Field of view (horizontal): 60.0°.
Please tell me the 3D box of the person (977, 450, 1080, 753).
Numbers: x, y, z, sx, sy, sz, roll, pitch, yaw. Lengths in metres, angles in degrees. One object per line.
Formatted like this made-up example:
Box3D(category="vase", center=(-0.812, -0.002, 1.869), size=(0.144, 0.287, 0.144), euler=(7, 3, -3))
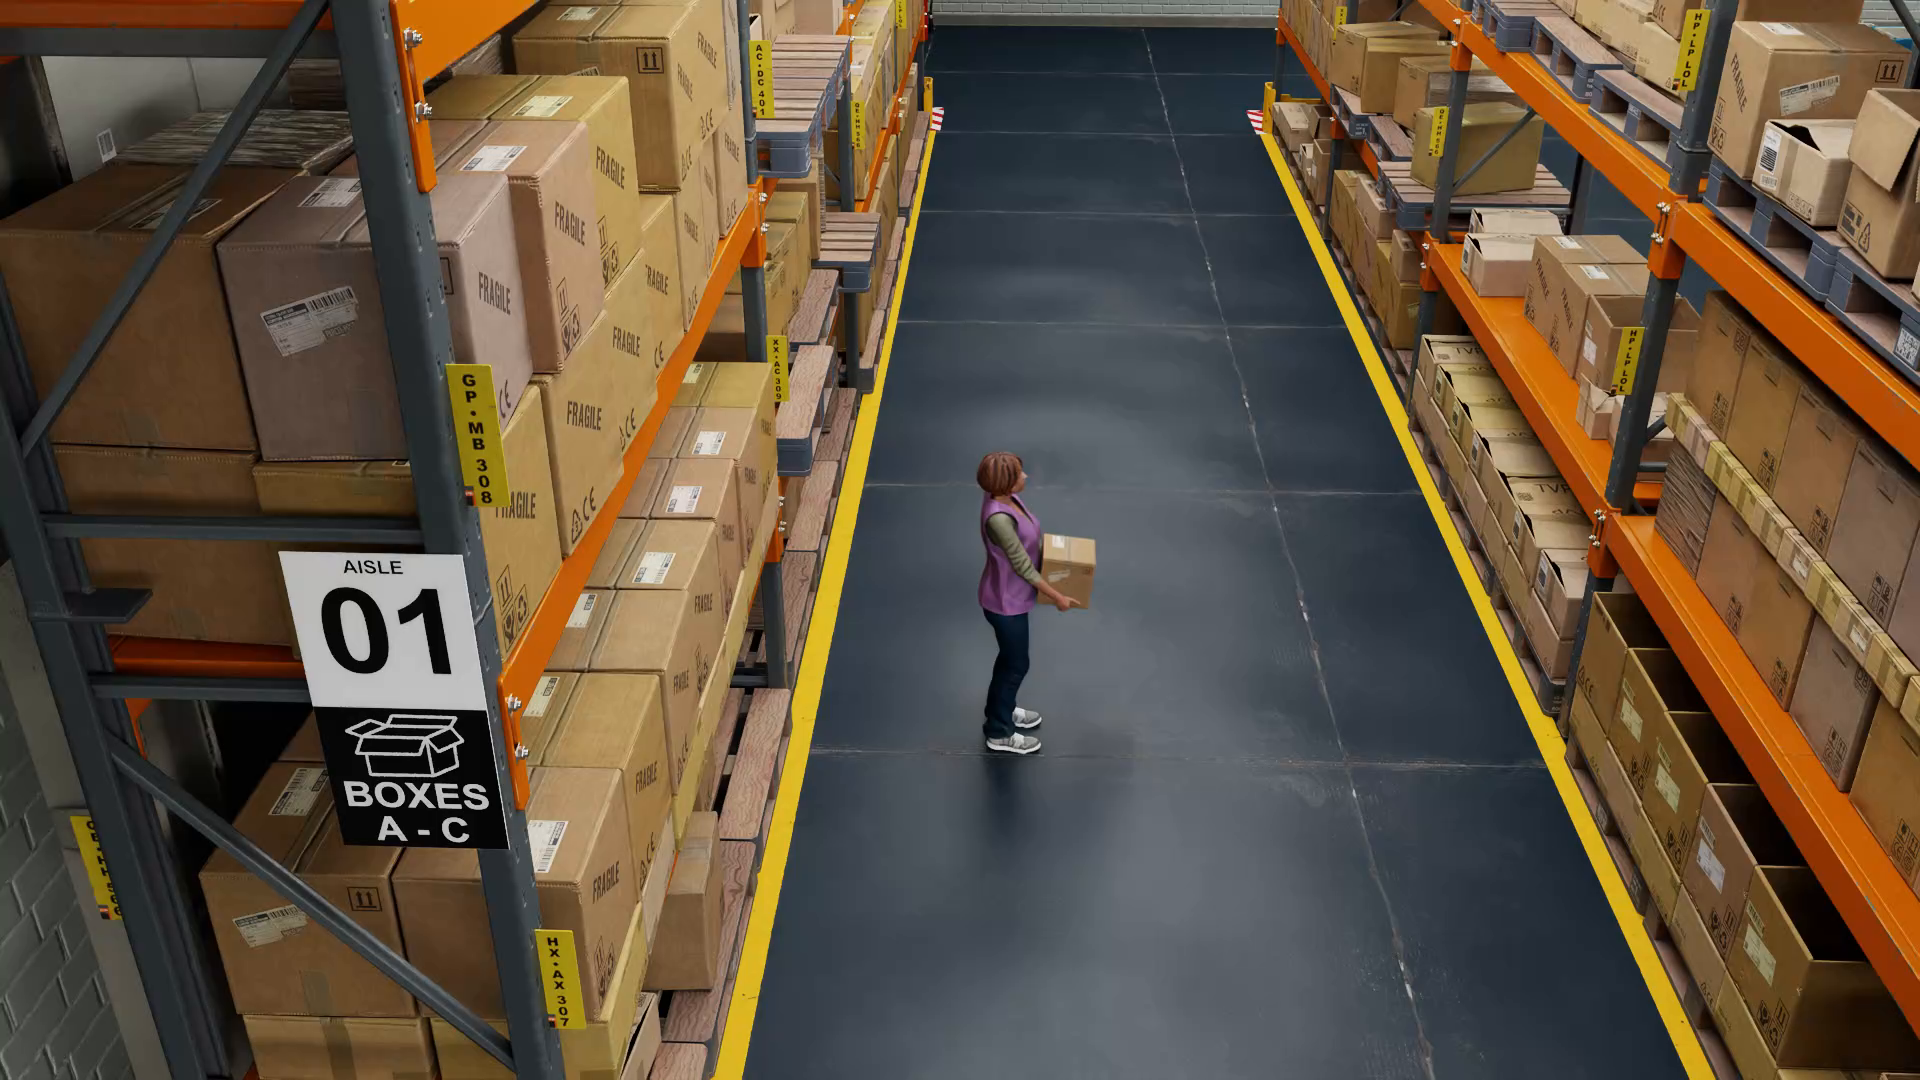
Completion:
Box3D(category="person", center=(0.329, 0.298, 8.088), size=(0.500, 1.590, 0.405), euler=(1, 28, 3))
